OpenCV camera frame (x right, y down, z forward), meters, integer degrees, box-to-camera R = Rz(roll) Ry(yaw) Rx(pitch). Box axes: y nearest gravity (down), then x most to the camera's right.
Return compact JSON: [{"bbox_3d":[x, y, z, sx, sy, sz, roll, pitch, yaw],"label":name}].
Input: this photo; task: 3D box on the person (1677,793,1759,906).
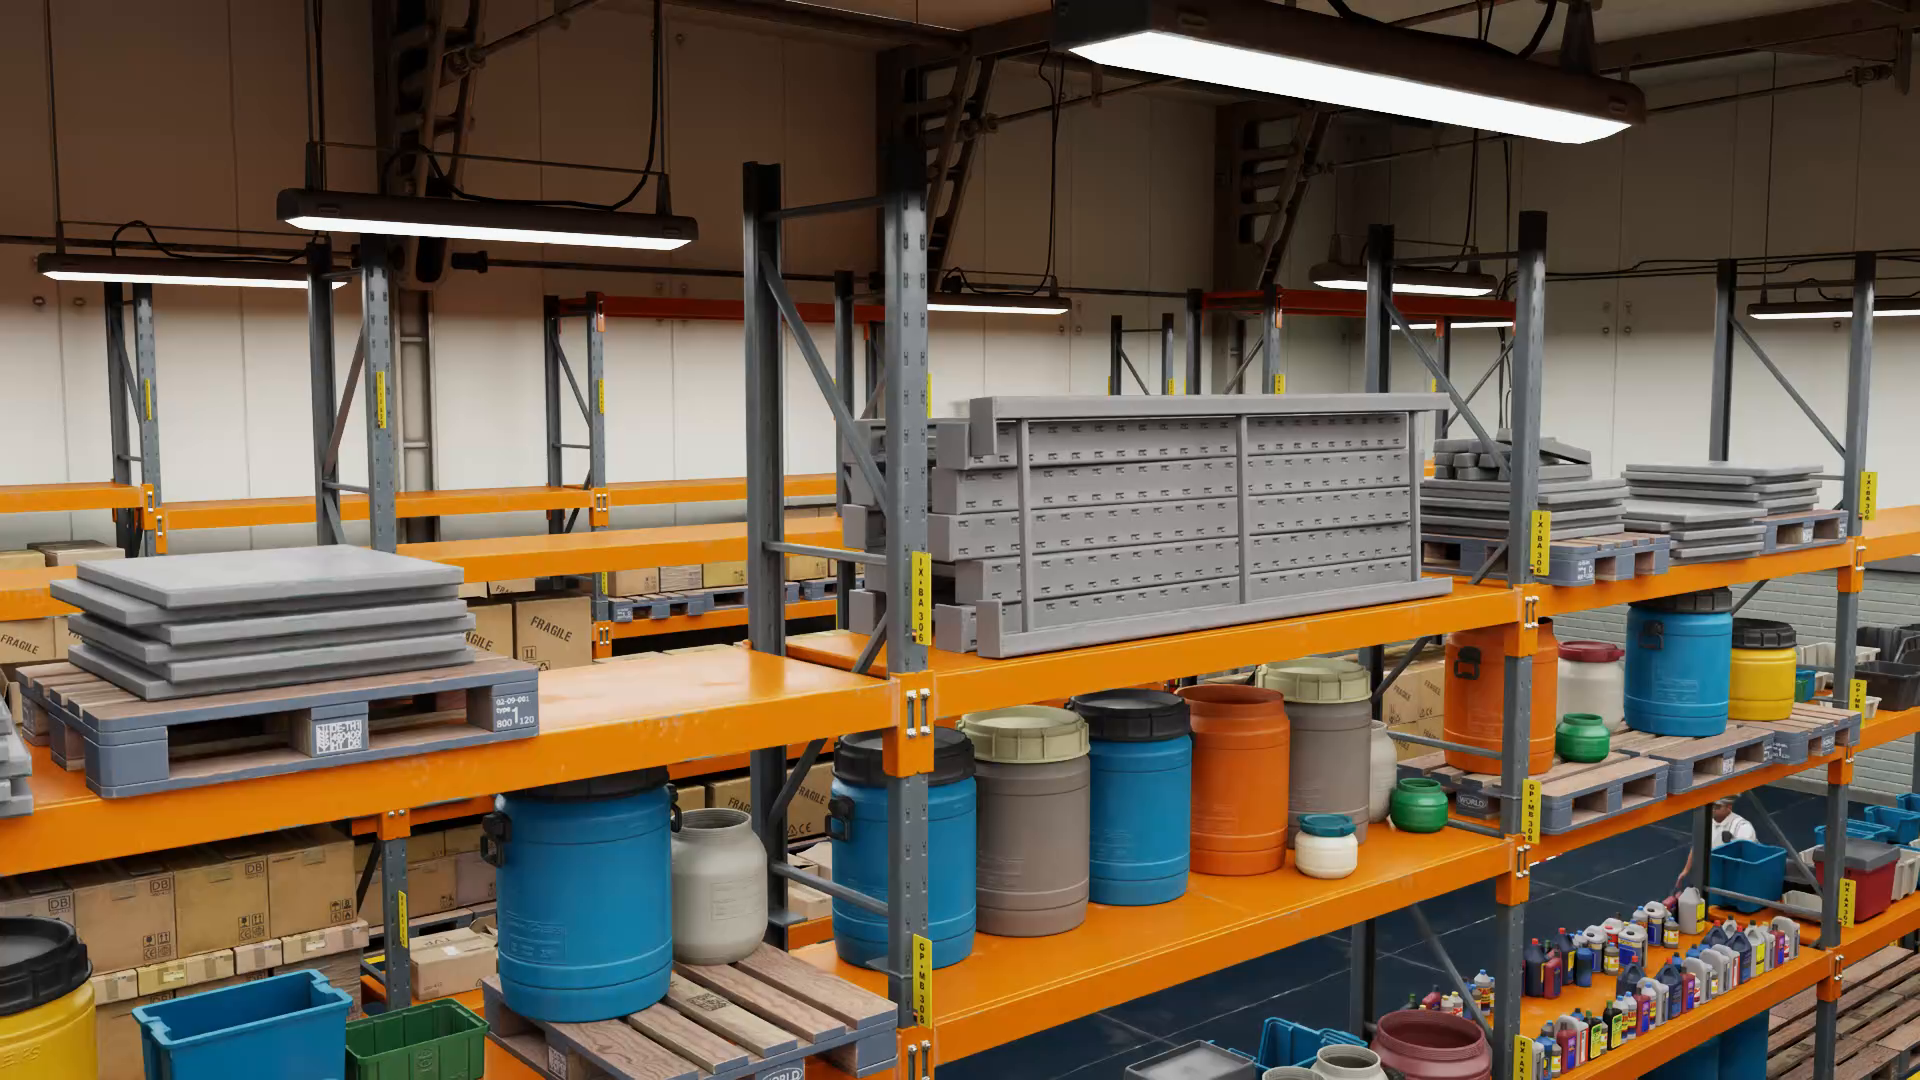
[{"bbox_3d":[6.490,2.912,14.150,0.959,1.705,0.654,-2,6,-15],"label":"person"}]
